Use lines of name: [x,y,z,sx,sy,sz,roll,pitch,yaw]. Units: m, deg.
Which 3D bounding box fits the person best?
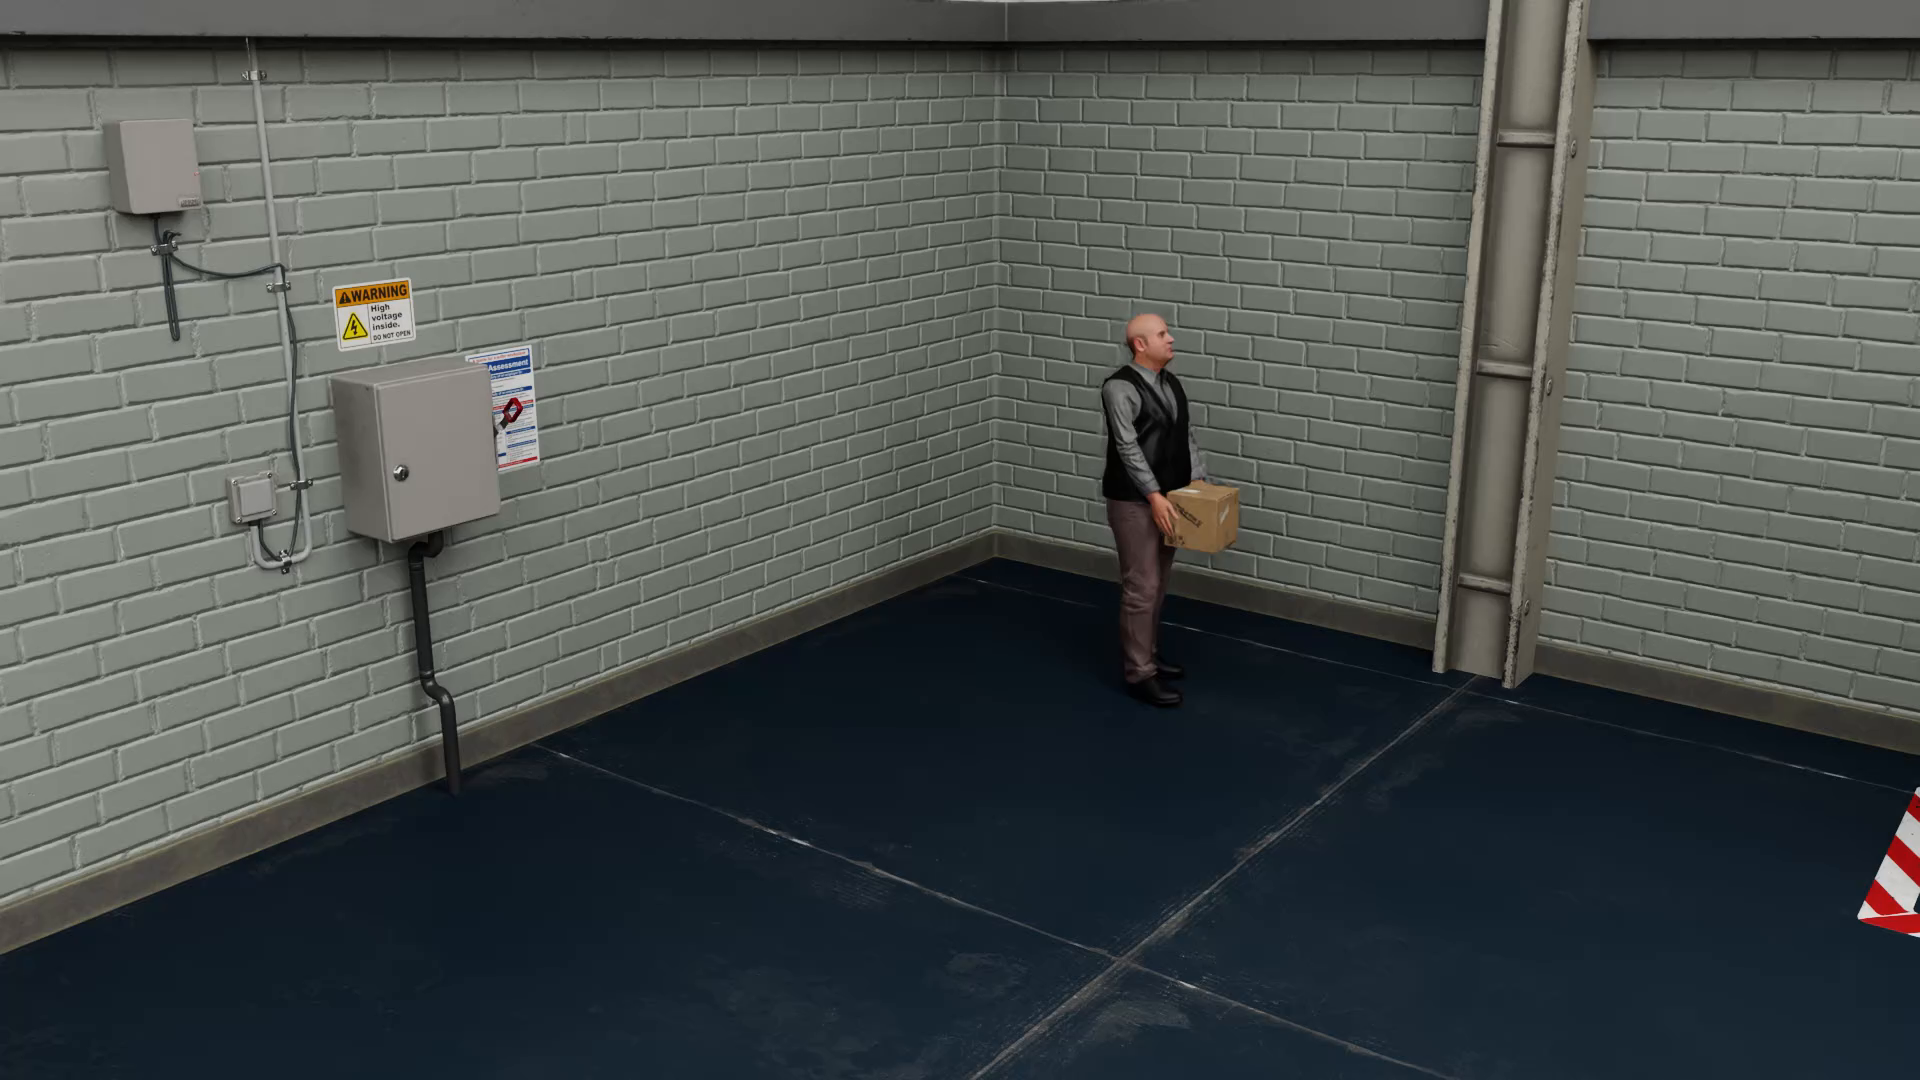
person: [0.928,-0.160,7.603,0.537,1.726,0.554,13,21,37]
